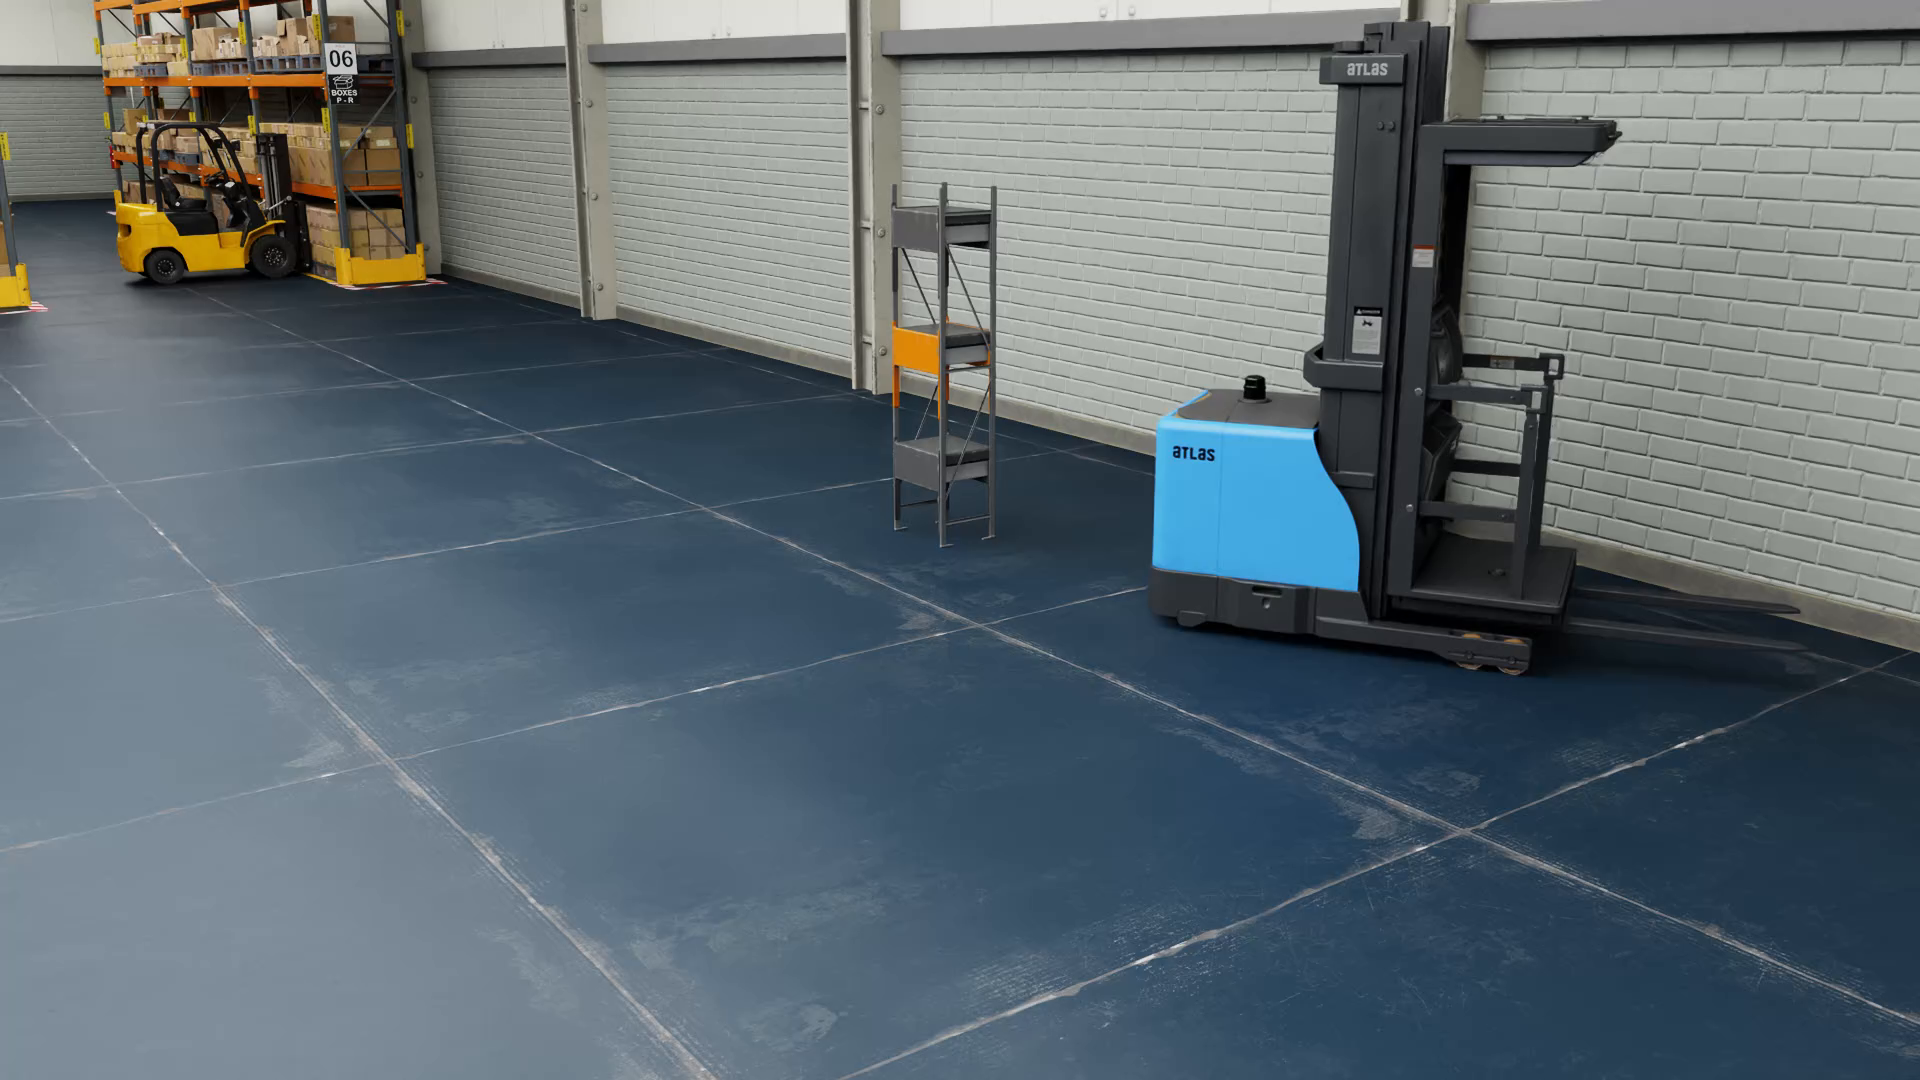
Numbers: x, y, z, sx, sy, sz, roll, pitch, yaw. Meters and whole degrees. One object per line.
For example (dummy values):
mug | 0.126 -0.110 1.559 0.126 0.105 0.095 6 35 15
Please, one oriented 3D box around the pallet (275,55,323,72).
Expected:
pallet | -9.234 -6.901 24.095 1.003 0.211 1.213 -11 19 -35

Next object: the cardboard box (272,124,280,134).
cardboard box | -10.070 -6.160 24.920 0.380 0.149 0.250 -10 18 -33

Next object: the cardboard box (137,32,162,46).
cardboard box | -15.279 -9.445 31.364 0.396 0.266 0.258 -11 19 -35

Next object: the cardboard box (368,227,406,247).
cardboard box | -8.227 -4.332 23.686 0.500 0.250 0.500 -10 18 -34

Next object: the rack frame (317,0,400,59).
rack frame | -8.118 -7.975 22.168 1.000 3.000 0.127 -11 19 -35

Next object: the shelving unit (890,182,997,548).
shelving unit | -0.097 -1.048 9.928 0.431 2.100 0.503 -11 19 -35

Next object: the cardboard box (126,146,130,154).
cardboard box | -16.837 -7.981 34.031 0.380 0.149 0.250 -12 19 -36

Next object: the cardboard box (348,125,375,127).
cardboard box | -8.570 -5.861 23.828 0.380 0.149 0.250 -11 19 -34

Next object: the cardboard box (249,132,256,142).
cardboard box | -11.017 -6.387 26.314 0.380 0.149 0.250 -11 19 -35

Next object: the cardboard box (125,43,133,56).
cardboard box | -15.971 -9.580 32.489 0.500 0.250 0.500 -11 19 -35

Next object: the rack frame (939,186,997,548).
rack frame | 0.046 -0.996 9.738 0.400 2.100 0.015 -11 19 -35

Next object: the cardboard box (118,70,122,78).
cardboard box | -16.704 -9.377 33.448 0.380 0.149 0.250 -11 19 -34

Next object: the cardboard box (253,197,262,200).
cardboard box | -11.680 -5.430 27.935 0.875 0.625 0.625 -12 19 -37

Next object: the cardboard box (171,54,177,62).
cardboard box | -13.961 -8.674 29.931 0.380 0.149 0.250 -10 18 -33

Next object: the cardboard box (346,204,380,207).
cardboard box | -8.830 -4.787 24.402 0.500 0.250 0.500 -11 19 -35

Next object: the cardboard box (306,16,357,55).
cardboard box | -8.576 -6.884 22.689 0.500 0.500 0.500 -10 18 -33

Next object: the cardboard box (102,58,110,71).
cardboard box | -17.486 -9.879 34.526 0.500 0.250 0.500 -11 19 -35

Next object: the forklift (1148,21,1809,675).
forklift | 2.528 -0.942 7.967 3.031 2.935 1.130 6 17 22

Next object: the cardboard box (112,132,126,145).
cardboard box | -17.477 -8.430 34.917 0.500 0.250 0.500 -11 19 -34

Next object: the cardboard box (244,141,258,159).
cardboard box | -10.966 -6.170 26.273 0.500 0.250 0.500 -11 19 -36

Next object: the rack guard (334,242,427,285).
rack guard | -8.104 -3.871 23.271 1.175 0.500 0.348 -11 19 -35

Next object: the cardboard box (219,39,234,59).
cardboard box | -11.544 -7.871 26.653 0.500 0.311 0.500 -12 19 -36

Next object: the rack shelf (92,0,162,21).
rack shelf | -16.350 -10.616 33.186 1.077 0.370 4.000 -11 19 -35

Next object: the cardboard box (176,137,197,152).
cardboard box | -13.704 -7.095 29.805 0.500 0.250 0.500 -12 19 -37

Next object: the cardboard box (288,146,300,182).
cardboard box | -9.524 -5.521 24.377 0.500 0.500 0.500 -11 19 -34

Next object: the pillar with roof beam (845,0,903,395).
pillar with roof beam | -4.225 -5.033 11.419 9.100 9.000 0.400 -11 19 -35

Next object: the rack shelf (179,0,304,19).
rack shelf | -11.646 -8.716 26.997 1.077 0.370 4.000 -11 19 -35

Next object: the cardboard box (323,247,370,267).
cardboard box | -8.650 -4.009 23.455 0.500 0.250 0.500 -11 19 -34

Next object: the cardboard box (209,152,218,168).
cardboard box | -12.467 -6.477 28.341 0.500 0.250 0.500 -11 19 -36

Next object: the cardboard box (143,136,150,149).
cardboard box | -15.671 -7.786 32.562 0.500 0.250 0.500 -10 18 -33

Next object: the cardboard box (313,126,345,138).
cardboard box | -8.845 -5.729 23.345 0.380 0.149 0.250 -10 18 -33

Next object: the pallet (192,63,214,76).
pallet | -12.351 -8.014 28.352 1.213 0.211 1.003 -10 18 -32

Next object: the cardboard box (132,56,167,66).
cardboard box | -15.660 -9.226 32.141 0.500 0.250 0.500 -11 19 -34

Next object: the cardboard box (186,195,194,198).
cardboard box | -13.840 -6.063 30.487 0.500 0.500 0.500 -10 18 -32

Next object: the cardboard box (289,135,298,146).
cardboard box | -9.602 -5.855 24.366 0.380 0.149 0.250 -11 19 -36

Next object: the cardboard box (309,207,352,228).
cardboard box | -8.946 -4.598 23.713 0.500 0.250 0.500 -10 18 -34

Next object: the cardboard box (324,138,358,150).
cardboard box | -8.549 -5.473 22.973 0.380 0.149 0.250 -11 19 -34

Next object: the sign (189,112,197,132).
sign | -13.255 -7.224 28.744 0.100 0.325 0.005 -11 19 -35

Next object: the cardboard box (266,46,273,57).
cardboard box | -10.000 -7.205 24.527 0.380 0.149 0.250 -10 18 -33

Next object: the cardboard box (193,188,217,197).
cardboard box | -13.622 -6.282 30.058 0.380 0.149 0.250 -12 19 -36

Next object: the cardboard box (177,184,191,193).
cardboard box | -14.504 -6.620 31.292 0.380 0.149 0.250 -11 19 -35

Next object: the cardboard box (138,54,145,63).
cardboard box | -15.196 -9.034 31.211 0.380 0.149 0.250 -11 19 -34

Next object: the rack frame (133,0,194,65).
rack frame | -15.174 -10.537 31.530 1.000 3.000 0.127 -11 19 -35

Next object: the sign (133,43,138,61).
sign | -15.608 -9.254 31.544 0.100 0.325 0.005 -11 19 -35

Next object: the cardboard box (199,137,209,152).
cardboard box | -12.779 -6.822 28.656 0.500 0.250 0.500 -11 19 -35

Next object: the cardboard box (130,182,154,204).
cardboard box | -16.772 -7.161 34.498 0.700 0.500 0.500 -10 18 -32
